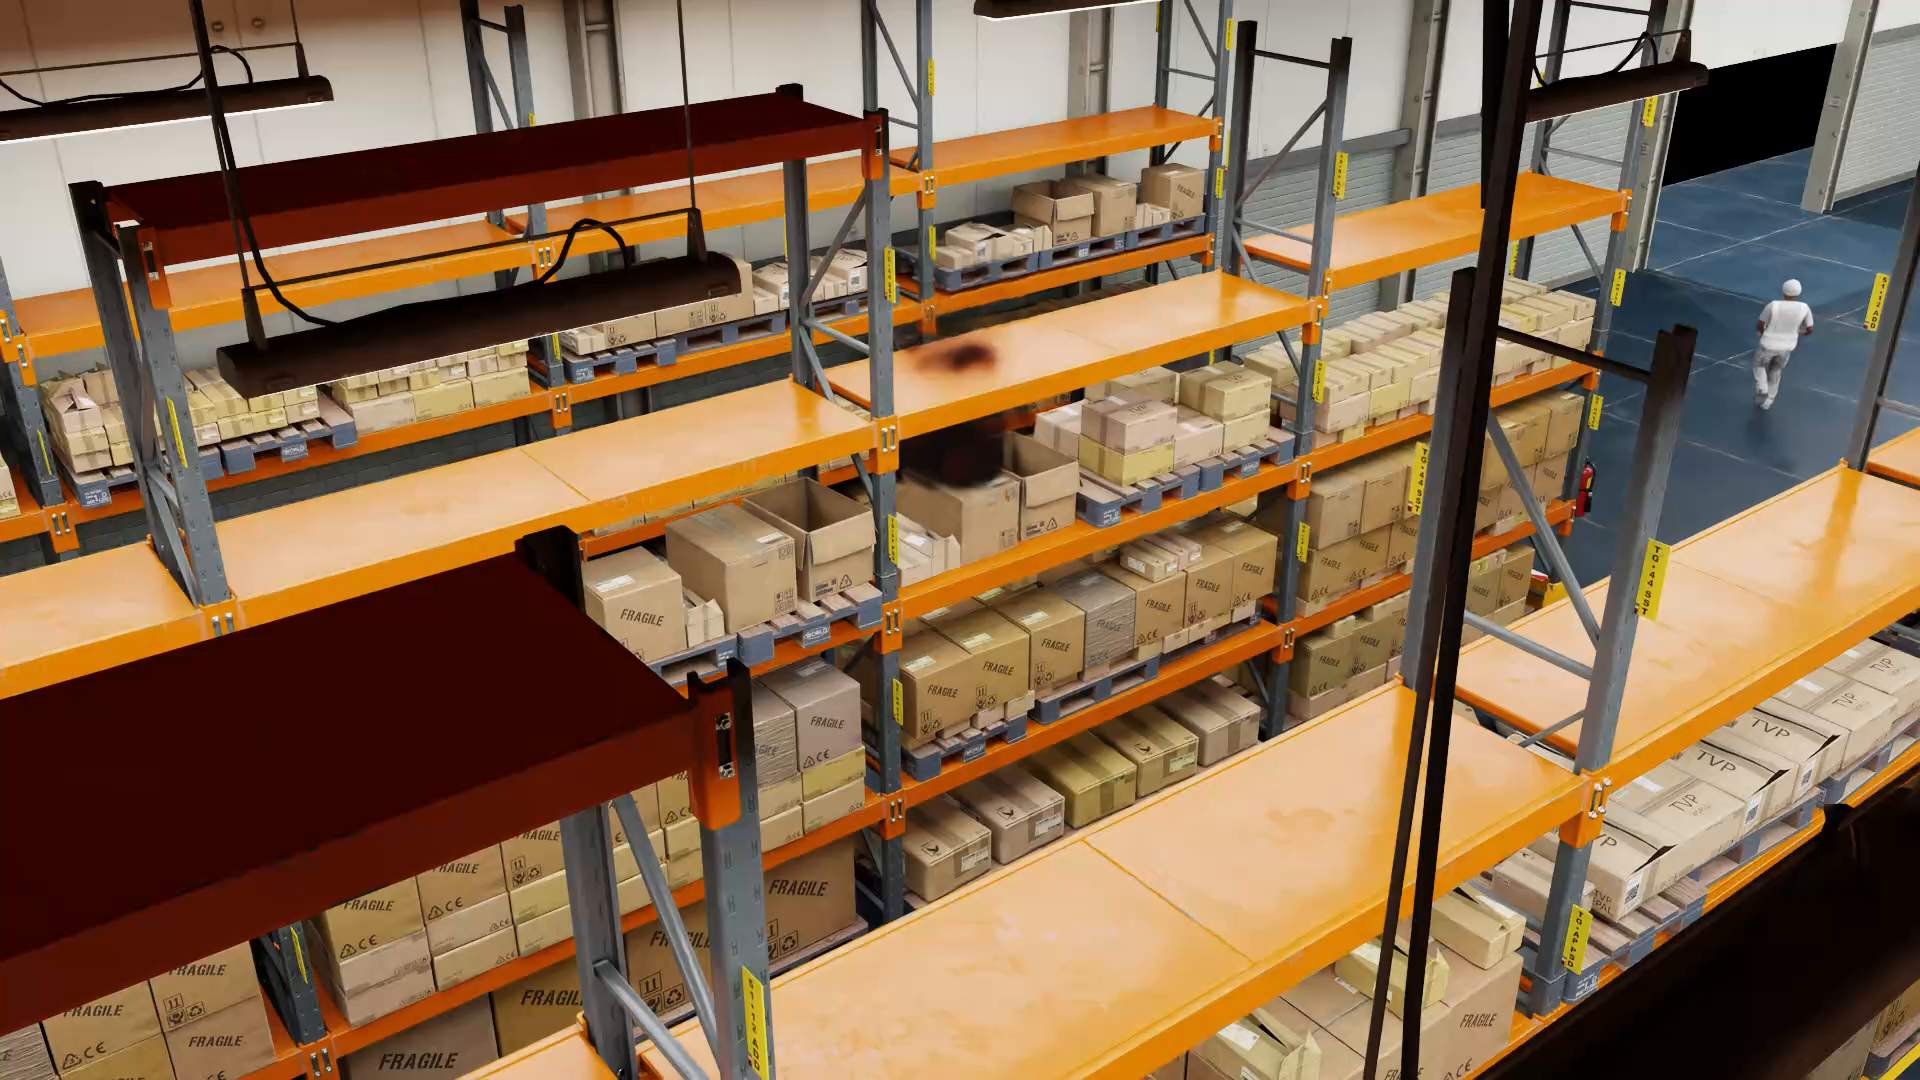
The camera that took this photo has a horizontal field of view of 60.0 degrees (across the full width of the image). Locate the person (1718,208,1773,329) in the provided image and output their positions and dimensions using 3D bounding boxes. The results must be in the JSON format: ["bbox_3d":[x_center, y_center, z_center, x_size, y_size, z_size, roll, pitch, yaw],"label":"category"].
[{"bbox_3d":[11.283,-3.917,24.096,0.657,1.835,0.757,4,26,8],"label":"person"}]
